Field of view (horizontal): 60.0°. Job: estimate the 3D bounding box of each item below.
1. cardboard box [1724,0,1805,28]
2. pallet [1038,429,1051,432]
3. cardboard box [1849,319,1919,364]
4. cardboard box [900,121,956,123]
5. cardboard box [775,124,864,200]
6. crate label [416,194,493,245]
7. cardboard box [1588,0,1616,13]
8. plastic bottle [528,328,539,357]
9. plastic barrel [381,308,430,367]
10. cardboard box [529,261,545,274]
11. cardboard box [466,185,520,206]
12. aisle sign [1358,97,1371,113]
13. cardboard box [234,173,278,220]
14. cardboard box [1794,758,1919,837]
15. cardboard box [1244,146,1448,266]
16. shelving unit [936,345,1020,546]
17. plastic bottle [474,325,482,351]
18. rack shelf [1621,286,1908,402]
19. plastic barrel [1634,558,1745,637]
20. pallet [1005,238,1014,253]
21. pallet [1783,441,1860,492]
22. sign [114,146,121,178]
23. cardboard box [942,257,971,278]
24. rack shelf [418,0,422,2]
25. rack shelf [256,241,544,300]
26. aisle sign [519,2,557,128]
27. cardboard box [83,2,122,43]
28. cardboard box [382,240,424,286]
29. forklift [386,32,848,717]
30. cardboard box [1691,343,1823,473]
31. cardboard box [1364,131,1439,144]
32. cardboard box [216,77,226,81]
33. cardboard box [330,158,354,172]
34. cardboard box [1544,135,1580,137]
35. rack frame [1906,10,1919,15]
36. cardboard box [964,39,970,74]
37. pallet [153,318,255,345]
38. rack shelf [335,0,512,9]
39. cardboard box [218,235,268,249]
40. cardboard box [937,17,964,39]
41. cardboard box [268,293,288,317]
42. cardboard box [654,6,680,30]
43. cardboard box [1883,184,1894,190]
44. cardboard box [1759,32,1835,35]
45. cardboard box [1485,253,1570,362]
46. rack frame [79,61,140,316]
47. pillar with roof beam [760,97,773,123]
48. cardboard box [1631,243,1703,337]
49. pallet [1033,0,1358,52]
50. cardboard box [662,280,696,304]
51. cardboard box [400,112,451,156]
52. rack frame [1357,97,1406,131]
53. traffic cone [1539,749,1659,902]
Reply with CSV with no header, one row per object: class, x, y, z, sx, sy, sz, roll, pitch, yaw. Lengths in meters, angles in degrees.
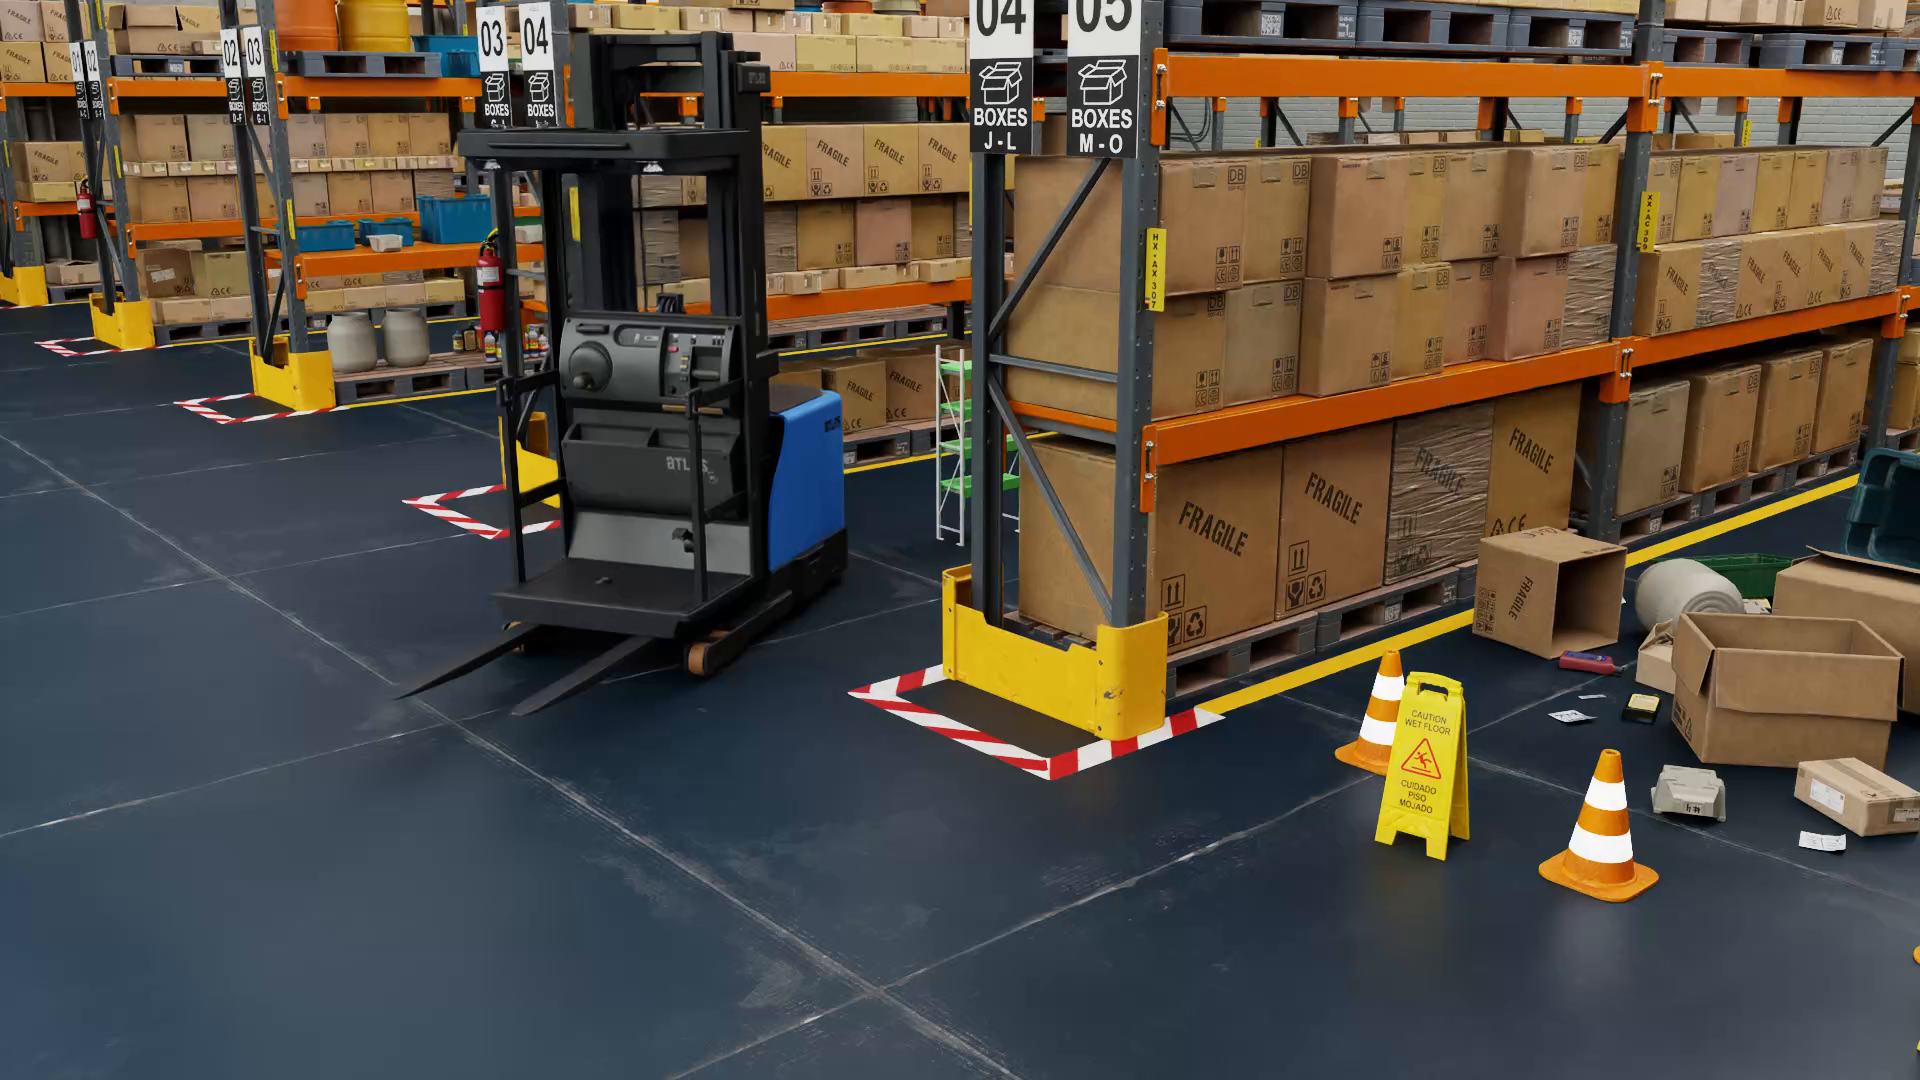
cardboard box,4.991,-3.324,10.323,0.258,0.266,0.396,-13,19,-39
pallet,0.847,-1.181,14.261,1.213,0.211,1.003,-13,19,-39
cardboard box,7.137,-1.518,12.697,0.500,0.250,0.500,-14,20,-42
cardboard box,-0.245,-3.044,13.126,0.500,0.500,0.500,-13,19,-39
cardboard box,-1.031,-2.687,11.791,0.500,0.500,0.500,-13,19,-39
crate label,-4.797,-3.064,15.839,0.616,0.435,0.502,-13,19,-39
cardboard box,3.186,-2.825,8.681,0.250,0.149,0.380,-12,19,-38
plastic bottle,-4.101,-1.898,15.978,0.097,0.271,0.097,0,15,0
plastic barrel,-5.183,-1.895,15.537,0.421,0.512,0.421,0,15,0
cardboard box,-5.383,-3.576,21.251,0.500,0.311,0.500,-13,20,-40
cardboard box,-5.896,-4.344,20.992,0.500,0.250,0.500,-11,19,-36
aisle sign,5.922,-6.719,24.553,0.004,0.787,0.394,-13,19,-39
cardboard box,-8.125,-3.945,19.013,0.500,0.500,0.700,-12,19,-39
cardboard box,3.411,0.973,6.318,0.250,0.149,0.380,-3,15,-11
cardboard box,1.909,-1.679,8.342,0.500,0.550,0.875,-13,19,-39
shelving unit,0.125,-0.608,10.200,0.503,1.200,0.258,-13,19,-39
plastic bottle,-4.702,-2.013,16.398,0.135,0.276,0.152,-12,19,-39
rack shelf,4.950,-1.404,11.088,4.000,0.370,1.077,-13,19,-39
plastic barrel,3.592,0.323,8.222,0.421,0.421,0.512,0,15,-1
pallet,0.933,-2.404,13.810,1.213,0.211,1.003,-13,19,-39
pallet,5.814,-0.624,12.179,1.213,0.211,1.003,-13,19,-39
sign,-8.897,-3.995,17.562,0.005,0.325,0.100,-13,19,-39
cardboard box,-0.131,-2.109,12.822,0.250,0.149,0.380,-13,19,-39
rack shelf,-7.748,-6.344,18.730,4.000,0.370,1.077,-13,19,-39
rack shelf,-4.499,-2.674,15.841,4.000,0.370,1.077,-13,19,-39
aisle sign,-2.606,-2.905,10.276,0.004,0.787,0.394,-13,19,-39
cardboard box,-11.270,-6.783,21.850,0.500,0.500,0.500,-12,19,-38
cardboard box,-6.830,-3.358,20.071,0.500,0.500,0.500,-13,19,-39
forklift,-1.592,-0.888,7.896,1.130,2.935,3.031,5,16,18
cardboard box,5.283,-0.972,11.623,0.750,0.750,1.050,-12,19,-39
cardboard box,4.334,-3.837,16.664,0.637,0.503,0.797,-12,19,-38
cardboard box,-10.102,-6.579,23.022,0.500,0.500,0.500,14,20,42
cardboard box,-7.262,-4.384,19.399,0.250,0.149,0.380,-12,19,-38
cardboard box,6.848,-4.398,19.165,0.500,0.500,0.500,-12,19,-39
rack frame,6.458,-4.989,11.490,0.127,3.000,1.000,-13,19,-39
cardboard box,0.089,-3.644,12.559,0.500,0.250,0.500,-12,19,-37
pallet,-8.707,-2.438,18.967,1.213,0.211,1.003,-13,19,-39
rack shelf,-7.985,-7.985,24.875,4.000,0.370,1.077,-13,19,-39
cardboard box,-10.250,-4.110,23.815,0.500,0.500,0.500,14,21,43
cardboard box,-0.188,-3.767,12.245,0.250,0.149,0.380,-14,20,-42
cardboard box,-7.954,-2.739,19.207,0.500,0.250,0.500,-13,19,-39
cardboard box,-2.028,-3.381,10.800,0.250,0.149,0.380,-13,20,-40
cardboard box,7.300,-2.804,13.455,0.250,0.149,0.380,-13,19,-39
cardboard box,5.768,-3.668,11.523,0.500,0.311,0.500,-13,19,-39
cardboard box,2.770,-1.323,9.100,0.550,0.550,0.875,-13,19,-39
rack frame,-9.256,-3.647,18.092,0.127,3.000,1.000,-13,19,-39
pillar with roof beam,-0.672,-8.991,26.473,0.400,9.000,9.100,-13,19,-39
cardboard box,4.014,-1.498,9.852,0.500,0.500,0.500,-12,19,-39
pallet,0.976,-2.269,7.293,1.213,0.211,1.003,-13,19,-39
cardboard box,-1.985,-1.677,11.201,0.250,0.149,0.380,-13,19,-39
cardboard box,-6.570,-4.924,20.162,0.500,0.500,0.700,-13,19,-39
rack frame,6.062,-5.393,24.627,0.127,3.000,1.000,-13,19,-39
traffic cone,2.241,0.954,5.780,0.334,0.463,0.336,-13,19,-39
